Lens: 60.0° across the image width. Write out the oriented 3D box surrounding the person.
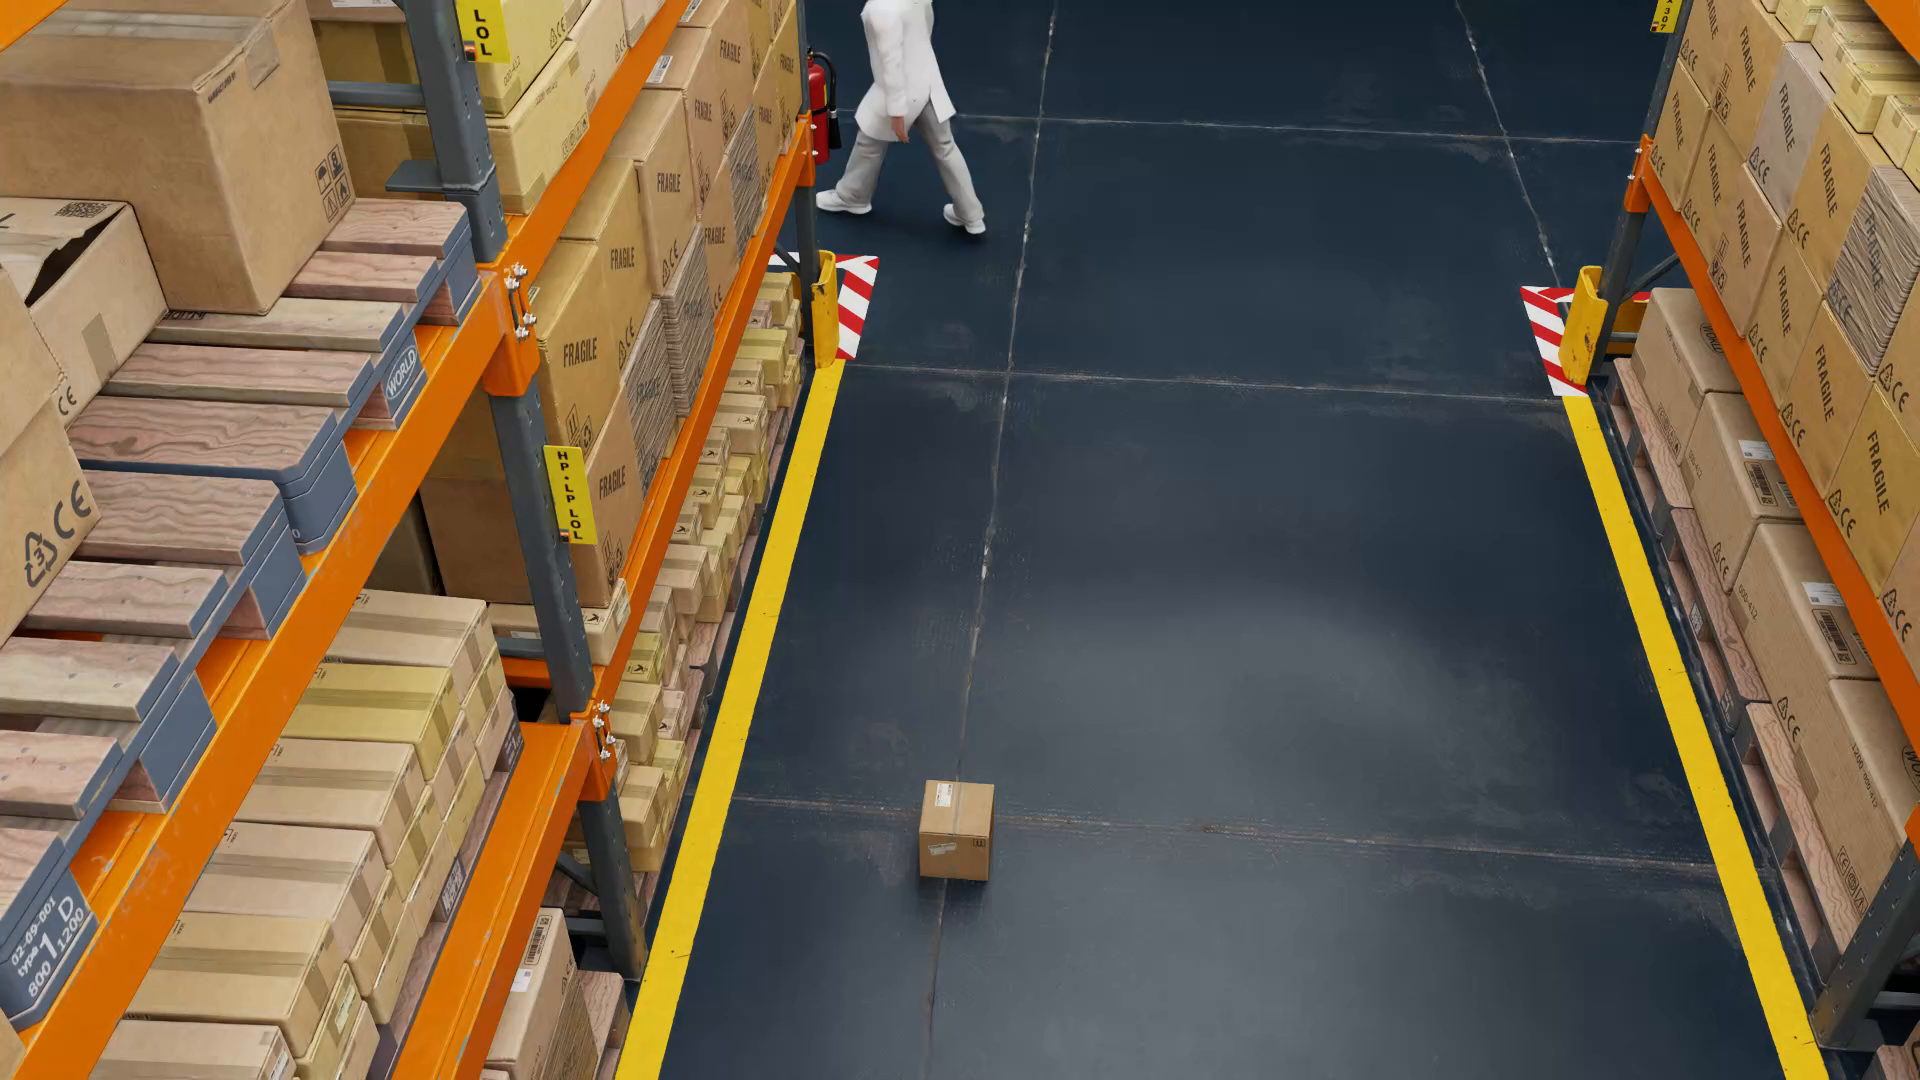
[{"bbox_3d":[-0.352,-2.550,9.247,1.081,1.709,0.659,25,46,28],"label":"person"}]
